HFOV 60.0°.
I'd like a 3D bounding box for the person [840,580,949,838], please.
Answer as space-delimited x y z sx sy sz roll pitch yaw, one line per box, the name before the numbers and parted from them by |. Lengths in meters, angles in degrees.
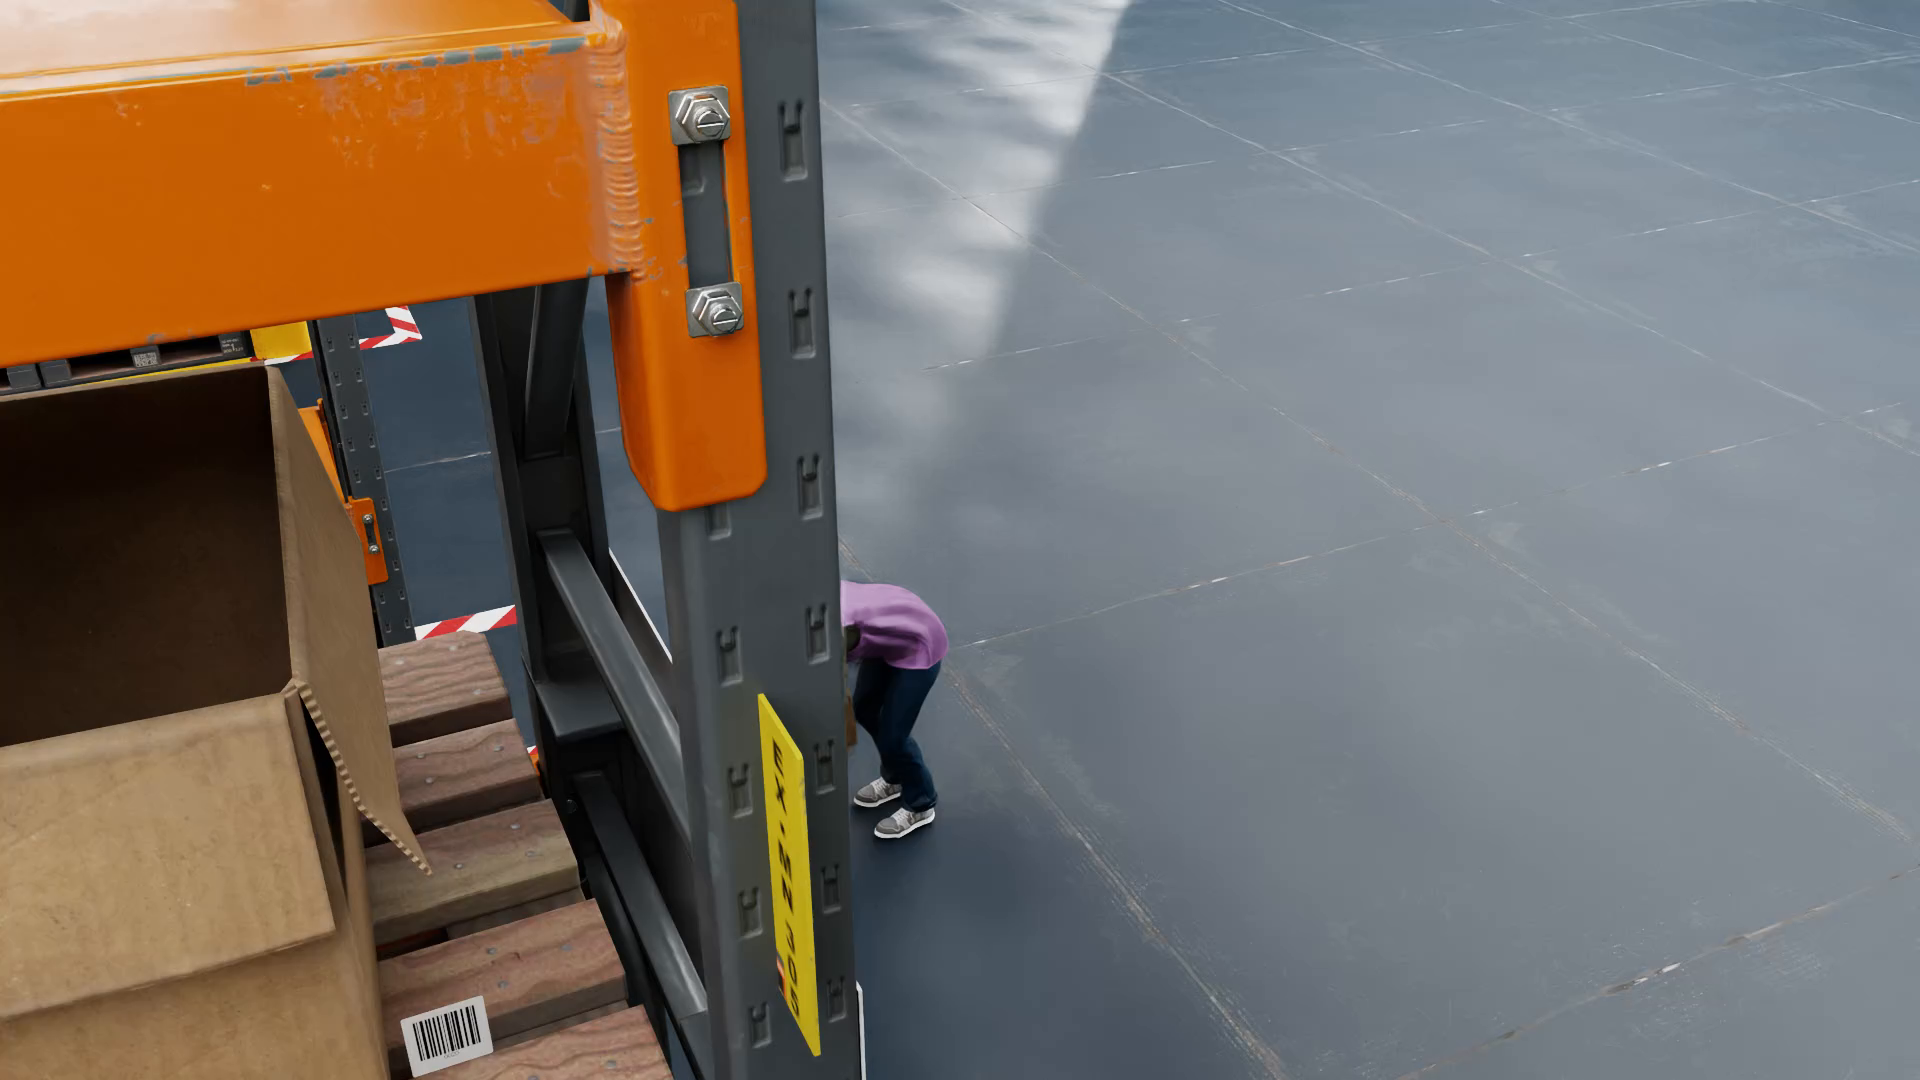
person | -0.434 0.616 6.421 0.810 1.248 0.380 -14 33 -23
